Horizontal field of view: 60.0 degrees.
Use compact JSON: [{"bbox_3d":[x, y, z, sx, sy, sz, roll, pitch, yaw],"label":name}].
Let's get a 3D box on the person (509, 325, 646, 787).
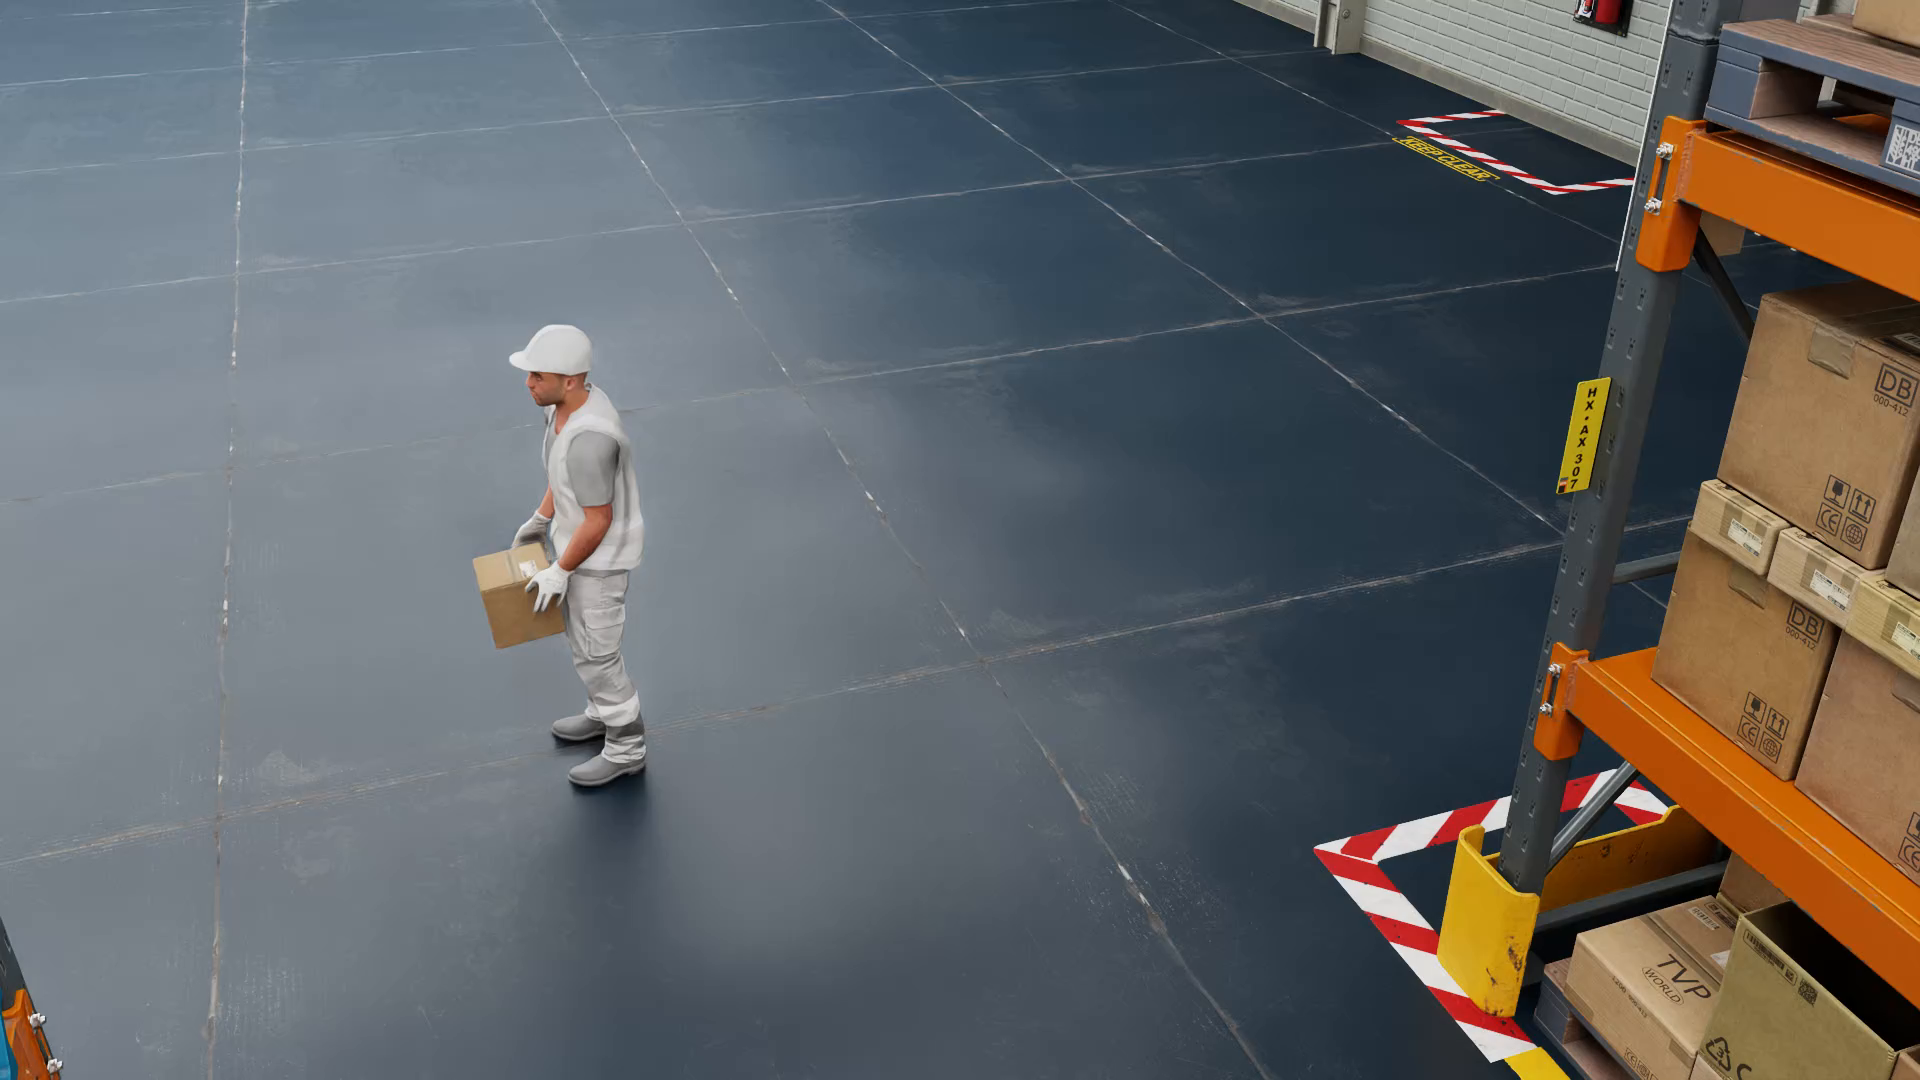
[{"bbox_3d":[-1.366,0.063,5.991,0.449,1.791,0.537,-11,31,-19],"label":"person"}]
